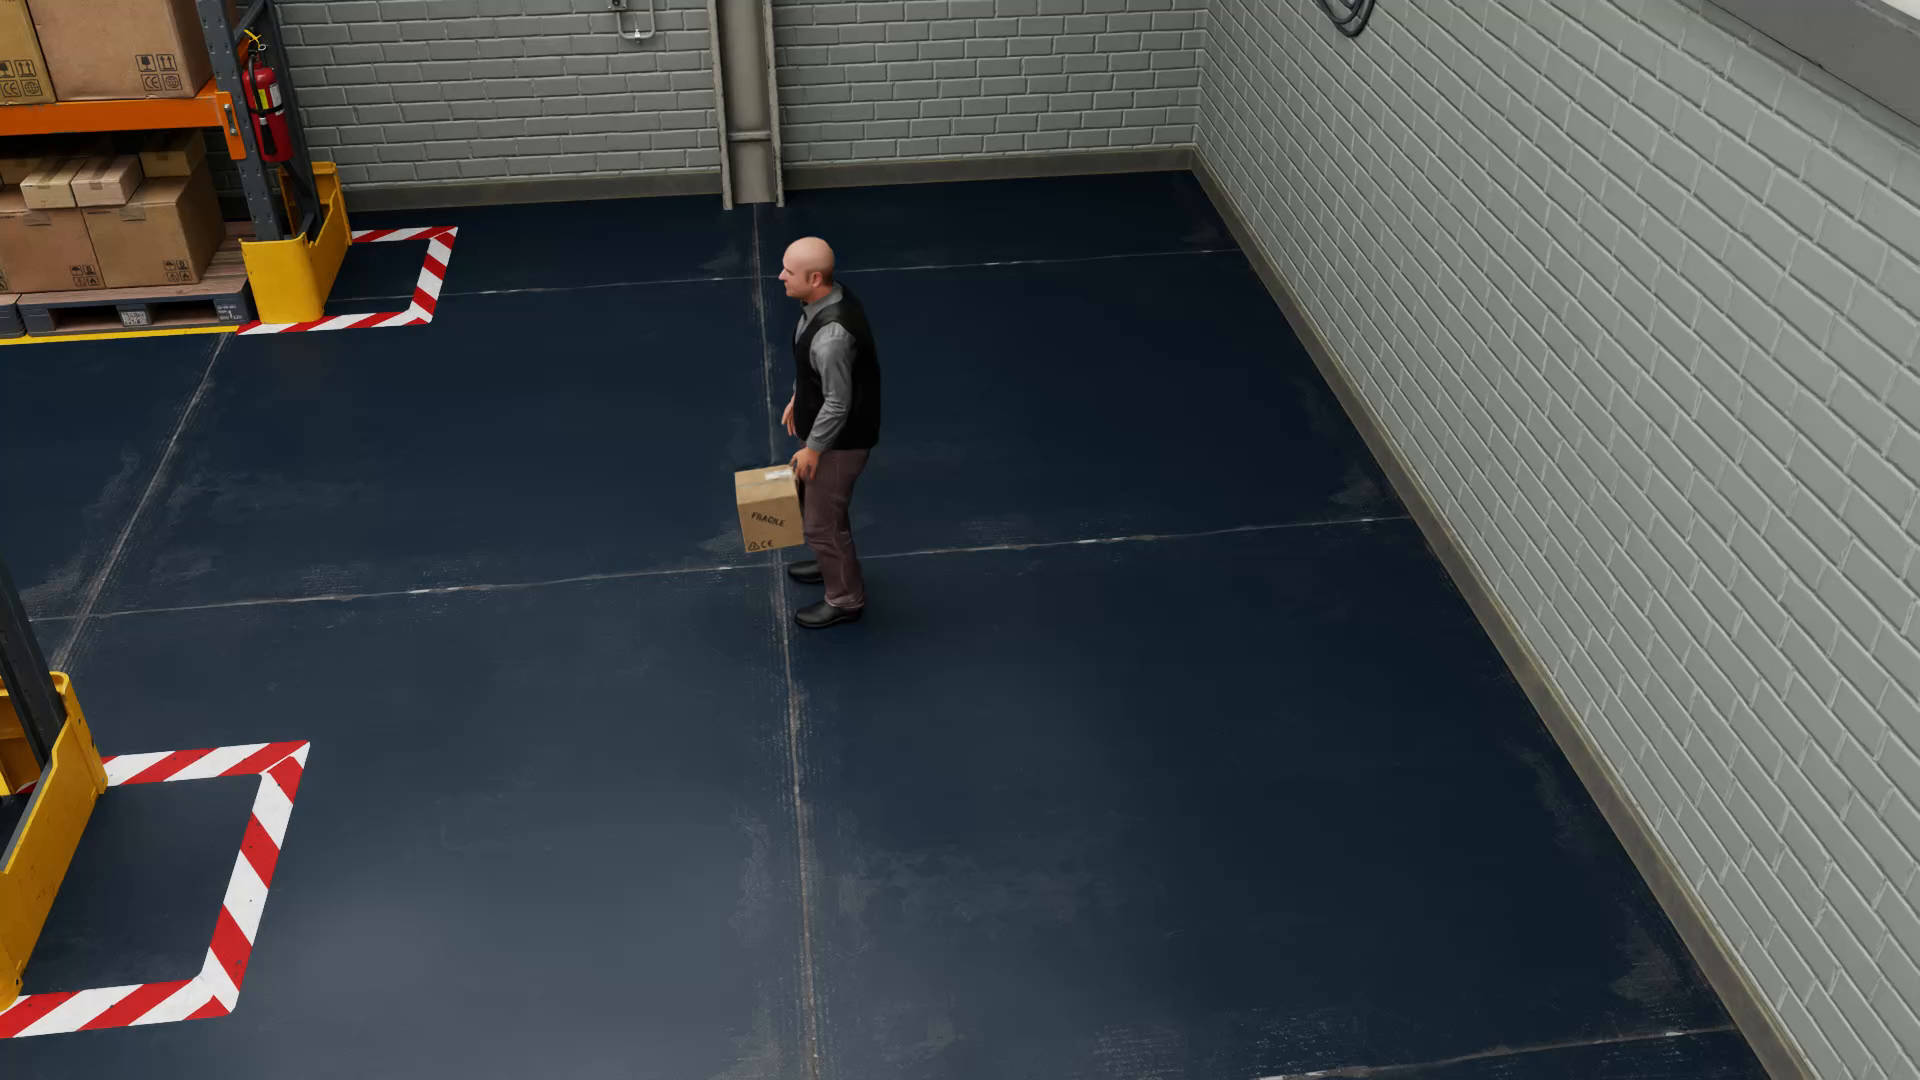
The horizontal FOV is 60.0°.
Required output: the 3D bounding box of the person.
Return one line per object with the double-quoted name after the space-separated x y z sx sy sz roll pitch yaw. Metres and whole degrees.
-0.528 -0.442 6.803 0.420 1.725 0.560 -5 35 -8 "person"
